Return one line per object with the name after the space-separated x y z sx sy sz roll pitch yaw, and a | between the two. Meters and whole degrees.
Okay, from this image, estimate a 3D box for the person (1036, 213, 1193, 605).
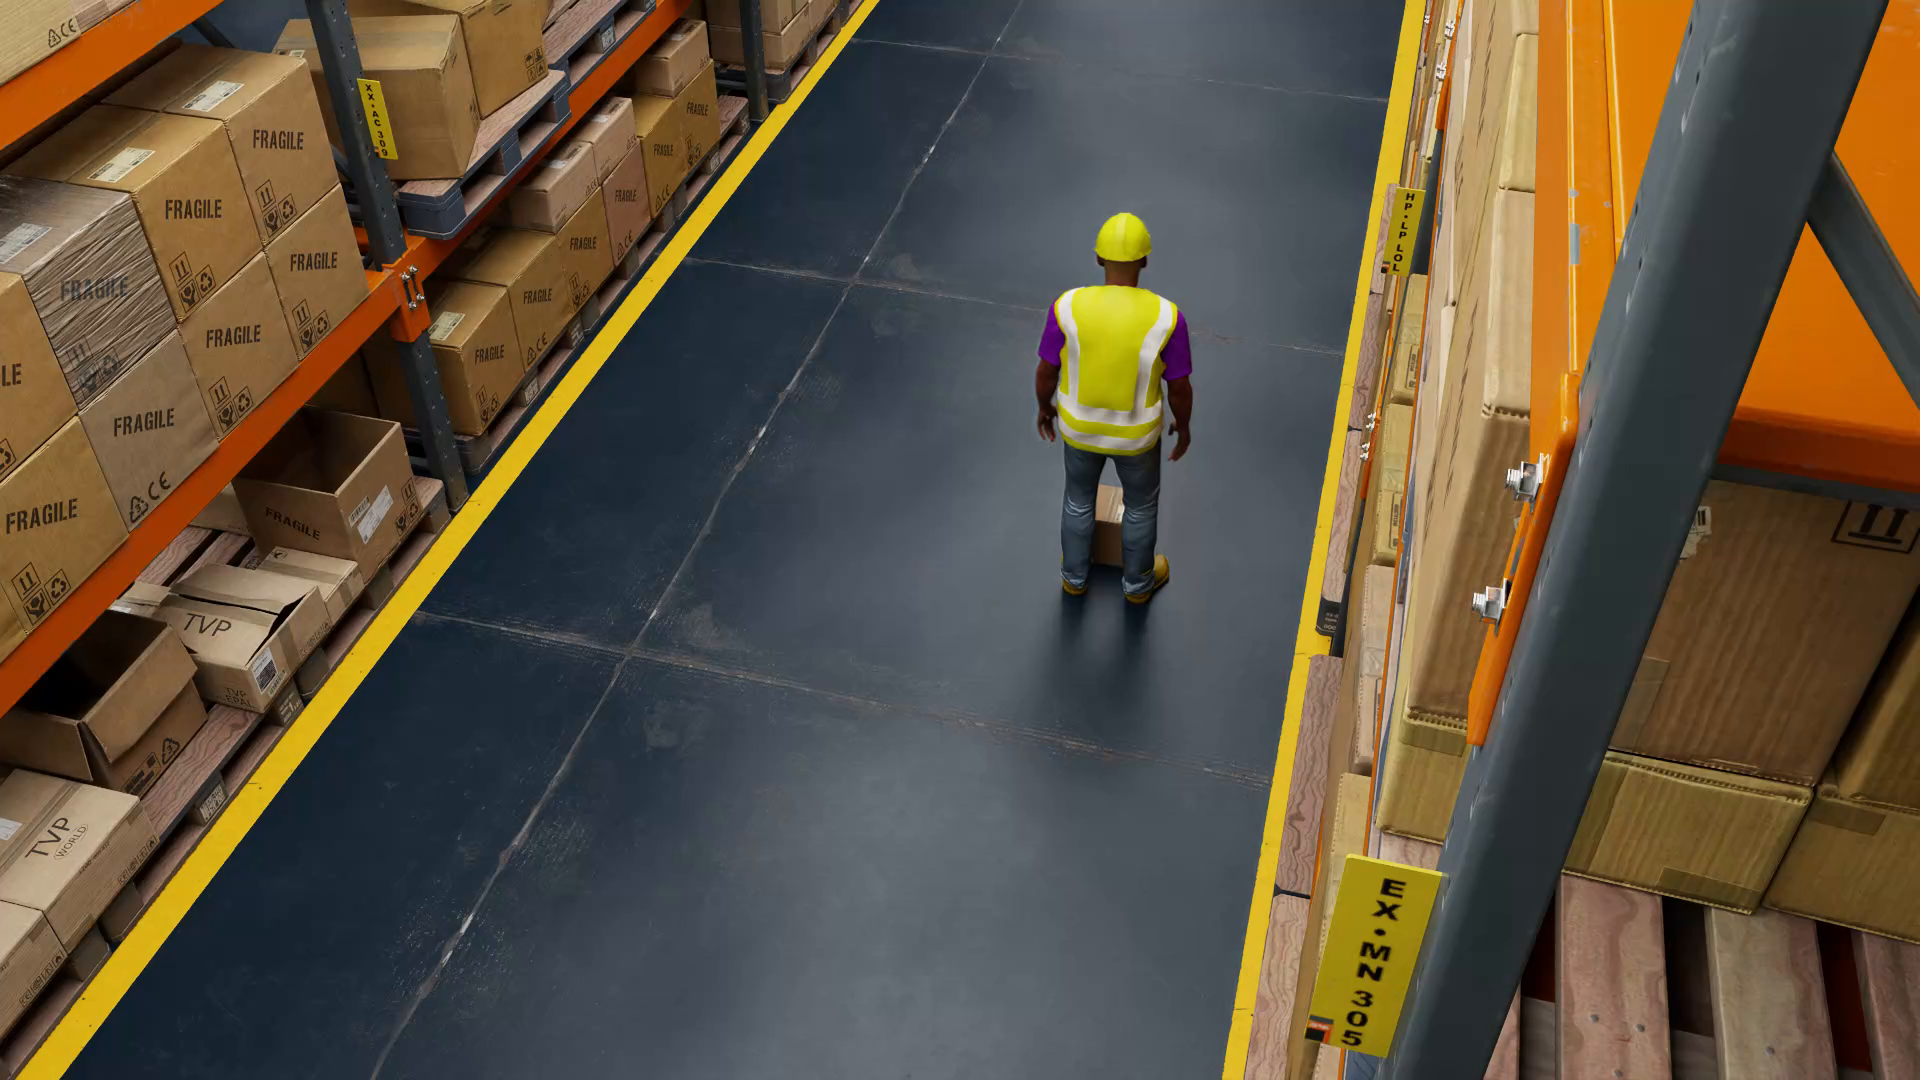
0.621 -0.492 6.715 0.631 1.760 0.463 10 42 11 | person
